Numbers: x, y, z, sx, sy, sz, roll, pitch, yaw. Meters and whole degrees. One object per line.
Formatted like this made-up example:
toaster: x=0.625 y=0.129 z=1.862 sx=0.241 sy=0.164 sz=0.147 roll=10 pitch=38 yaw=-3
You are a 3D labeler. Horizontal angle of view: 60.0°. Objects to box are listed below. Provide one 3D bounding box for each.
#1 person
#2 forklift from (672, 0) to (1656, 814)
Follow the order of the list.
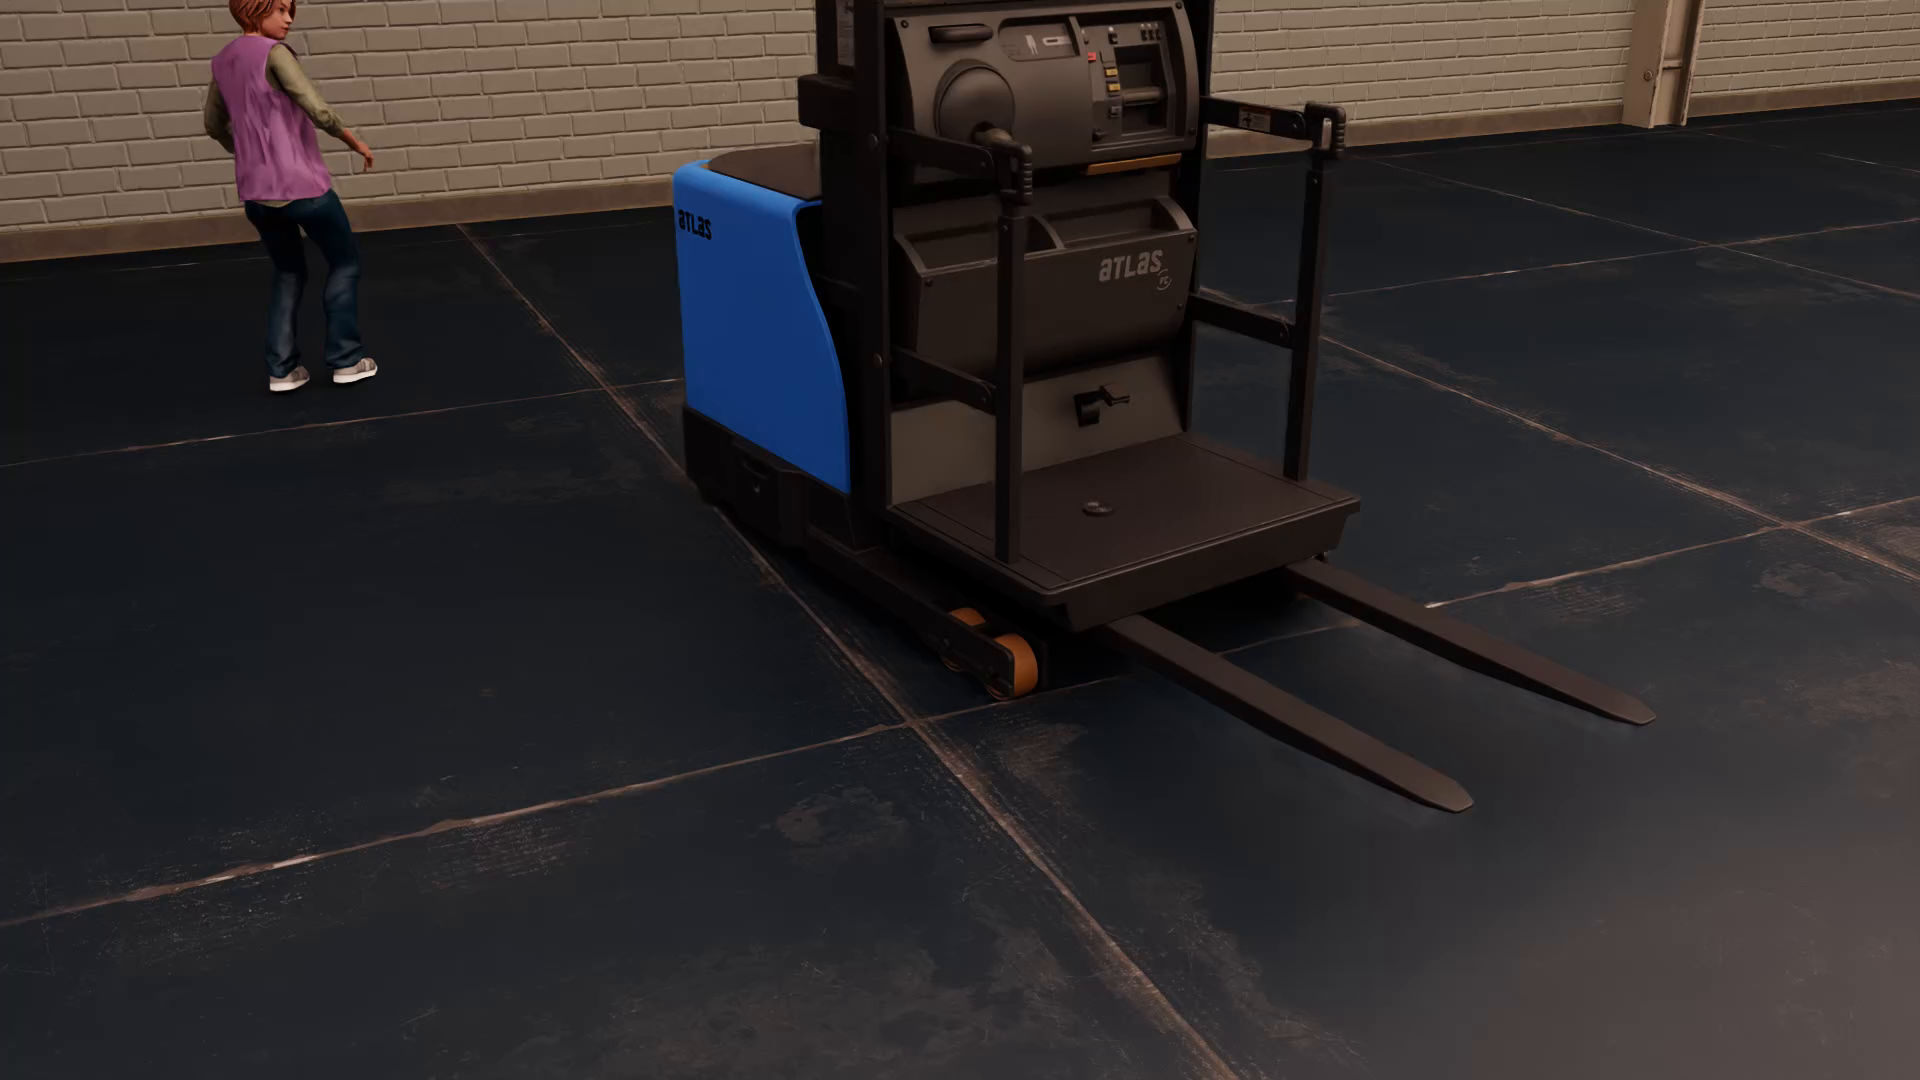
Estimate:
person: x=-2.551 y=-1.324 z=6.317 sx=0.649 sy=1.547 sz=0.456 roll=7 pitch=24 yaw=17
forklift: x=0.364 y=-1.164 z=4.088 sx=1.130 sy=2.935 sz=3.031 roll=-15 pitch=27 yaw=-32
